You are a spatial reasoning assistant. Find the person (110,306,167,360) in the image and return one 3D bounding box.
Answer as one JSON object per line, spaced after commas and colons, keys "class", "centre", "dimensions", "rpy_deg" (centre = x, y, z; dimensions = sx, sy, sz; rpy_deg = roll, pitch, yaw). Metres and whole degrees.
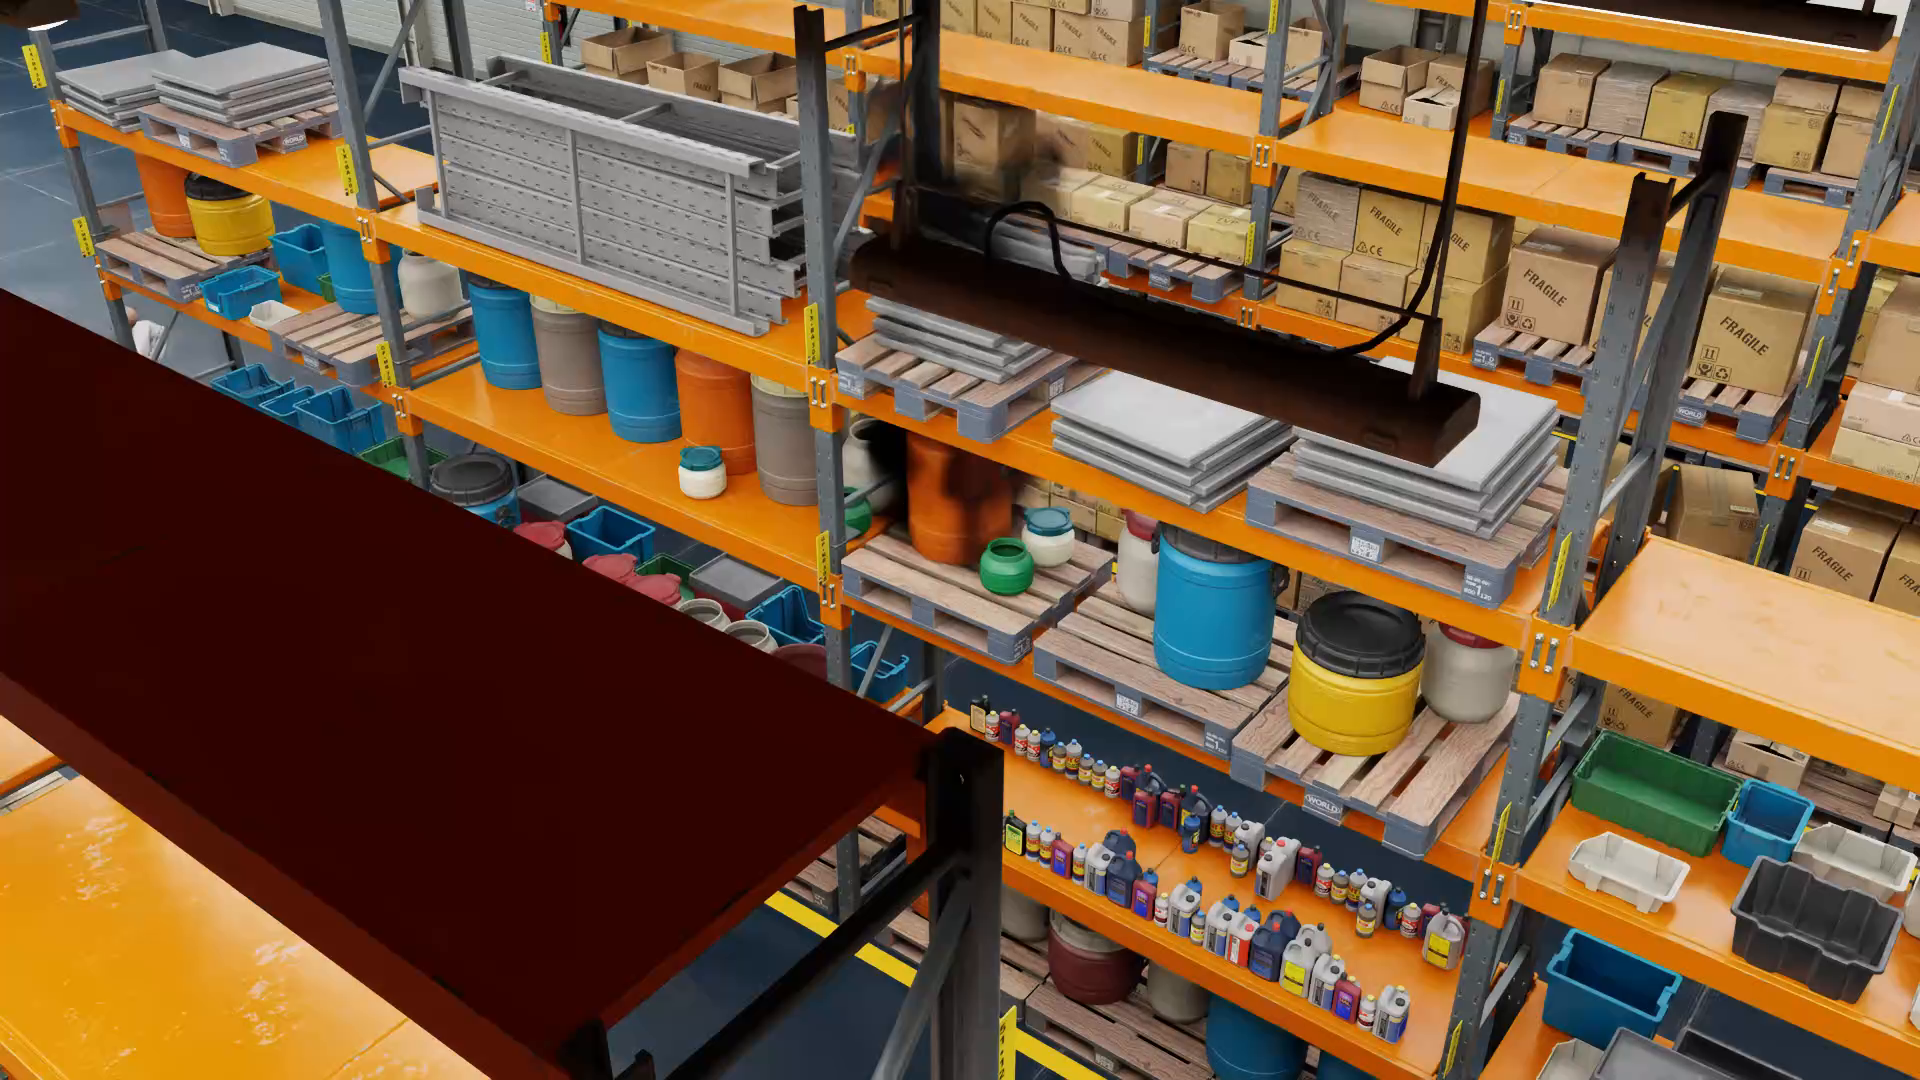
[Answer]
{"class": "person", "centre": [-7.903, -1.475, 16.034], "dimensions": [0.643, 1.717, 0.738], "rpy_deg": [-10, 33, -16]}
